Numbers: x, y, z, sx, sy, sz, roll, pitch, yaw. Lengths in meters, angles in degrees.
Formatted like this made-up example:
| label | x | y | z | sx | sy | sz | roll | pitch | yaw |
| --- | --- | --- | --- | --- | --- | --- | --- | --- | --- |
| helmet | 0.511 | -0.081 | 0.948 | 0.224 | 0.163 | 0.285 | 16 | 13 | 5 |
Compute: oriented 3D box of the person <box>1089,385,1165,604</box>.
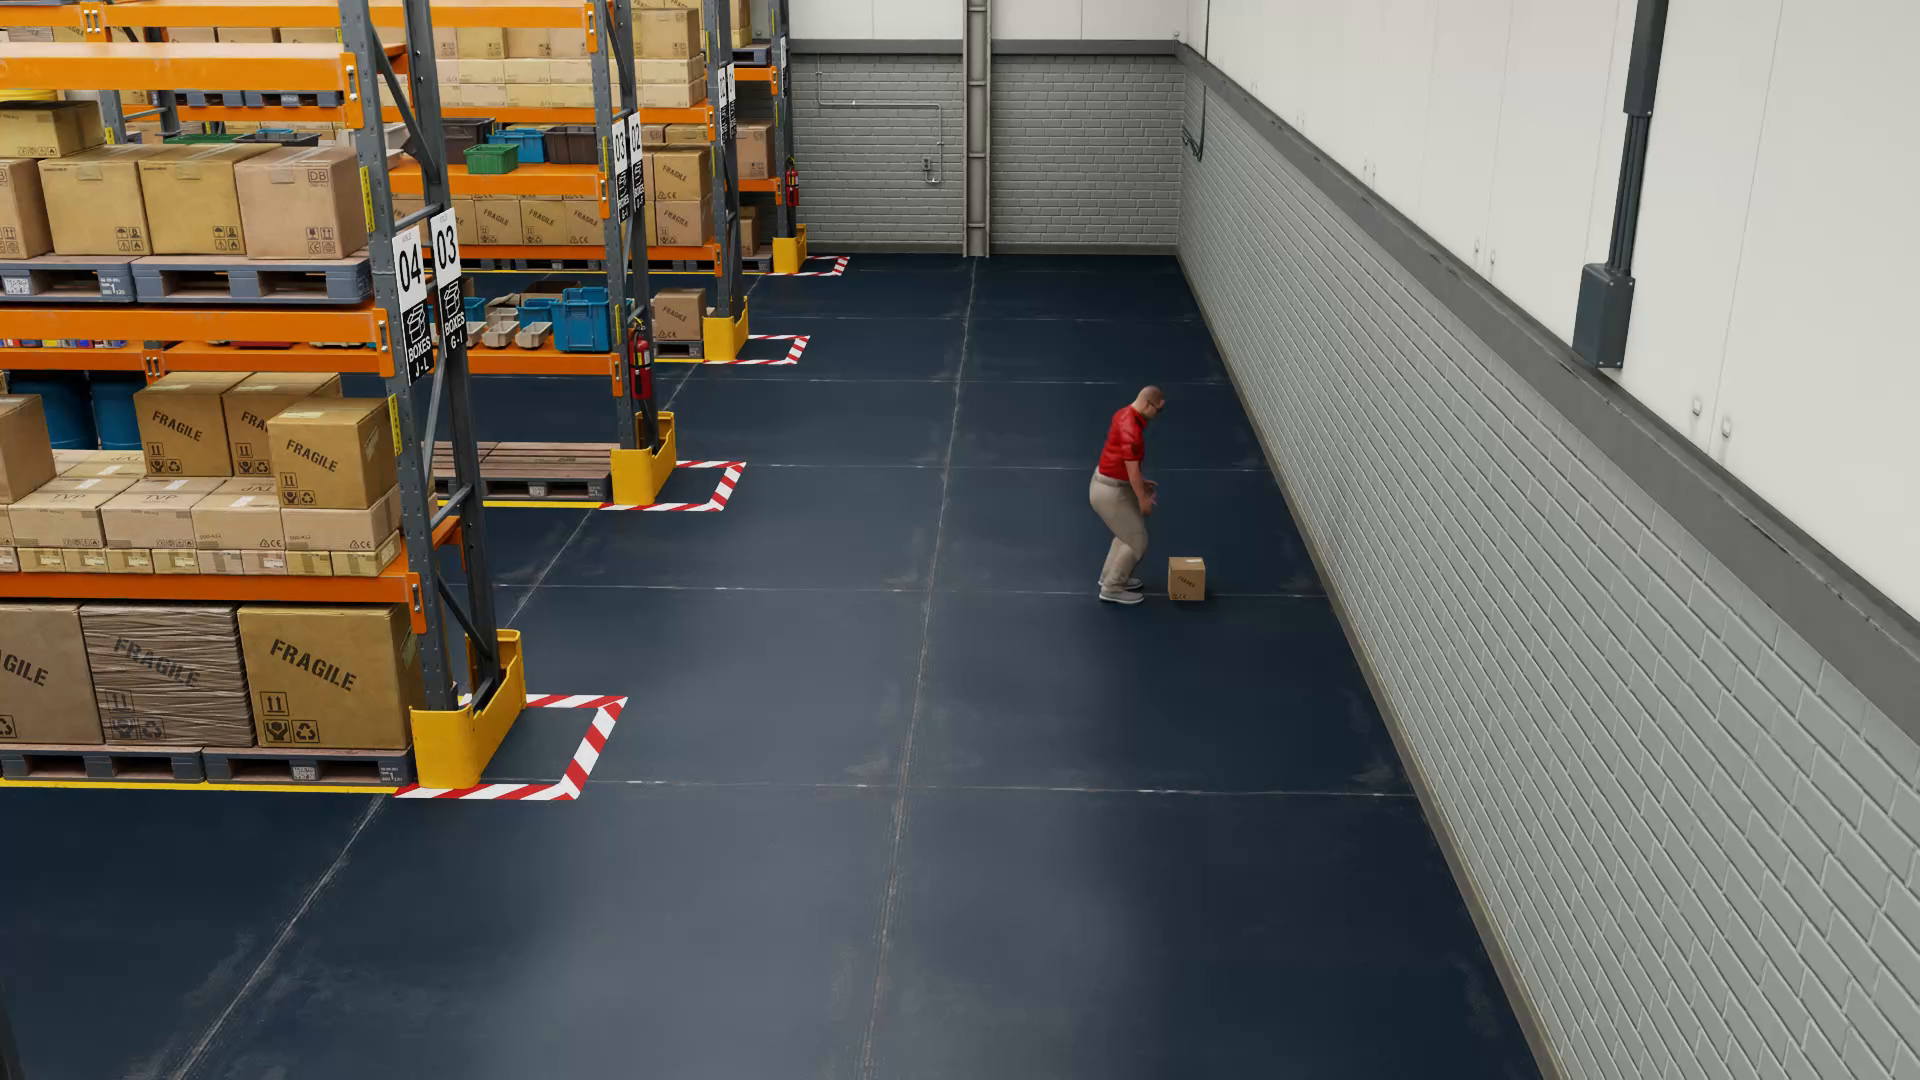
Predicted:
| label | x | y | z | sx | sy | sz | roll | pitch | yaw |
| --- | --- | --- | --- | --- | --- | --- | --- | --- | --- |
| person | 1.213 | -0.356 | 12.240 | 0.526 | 1.607 | 0.575 | 1 | 21 | 3 |
